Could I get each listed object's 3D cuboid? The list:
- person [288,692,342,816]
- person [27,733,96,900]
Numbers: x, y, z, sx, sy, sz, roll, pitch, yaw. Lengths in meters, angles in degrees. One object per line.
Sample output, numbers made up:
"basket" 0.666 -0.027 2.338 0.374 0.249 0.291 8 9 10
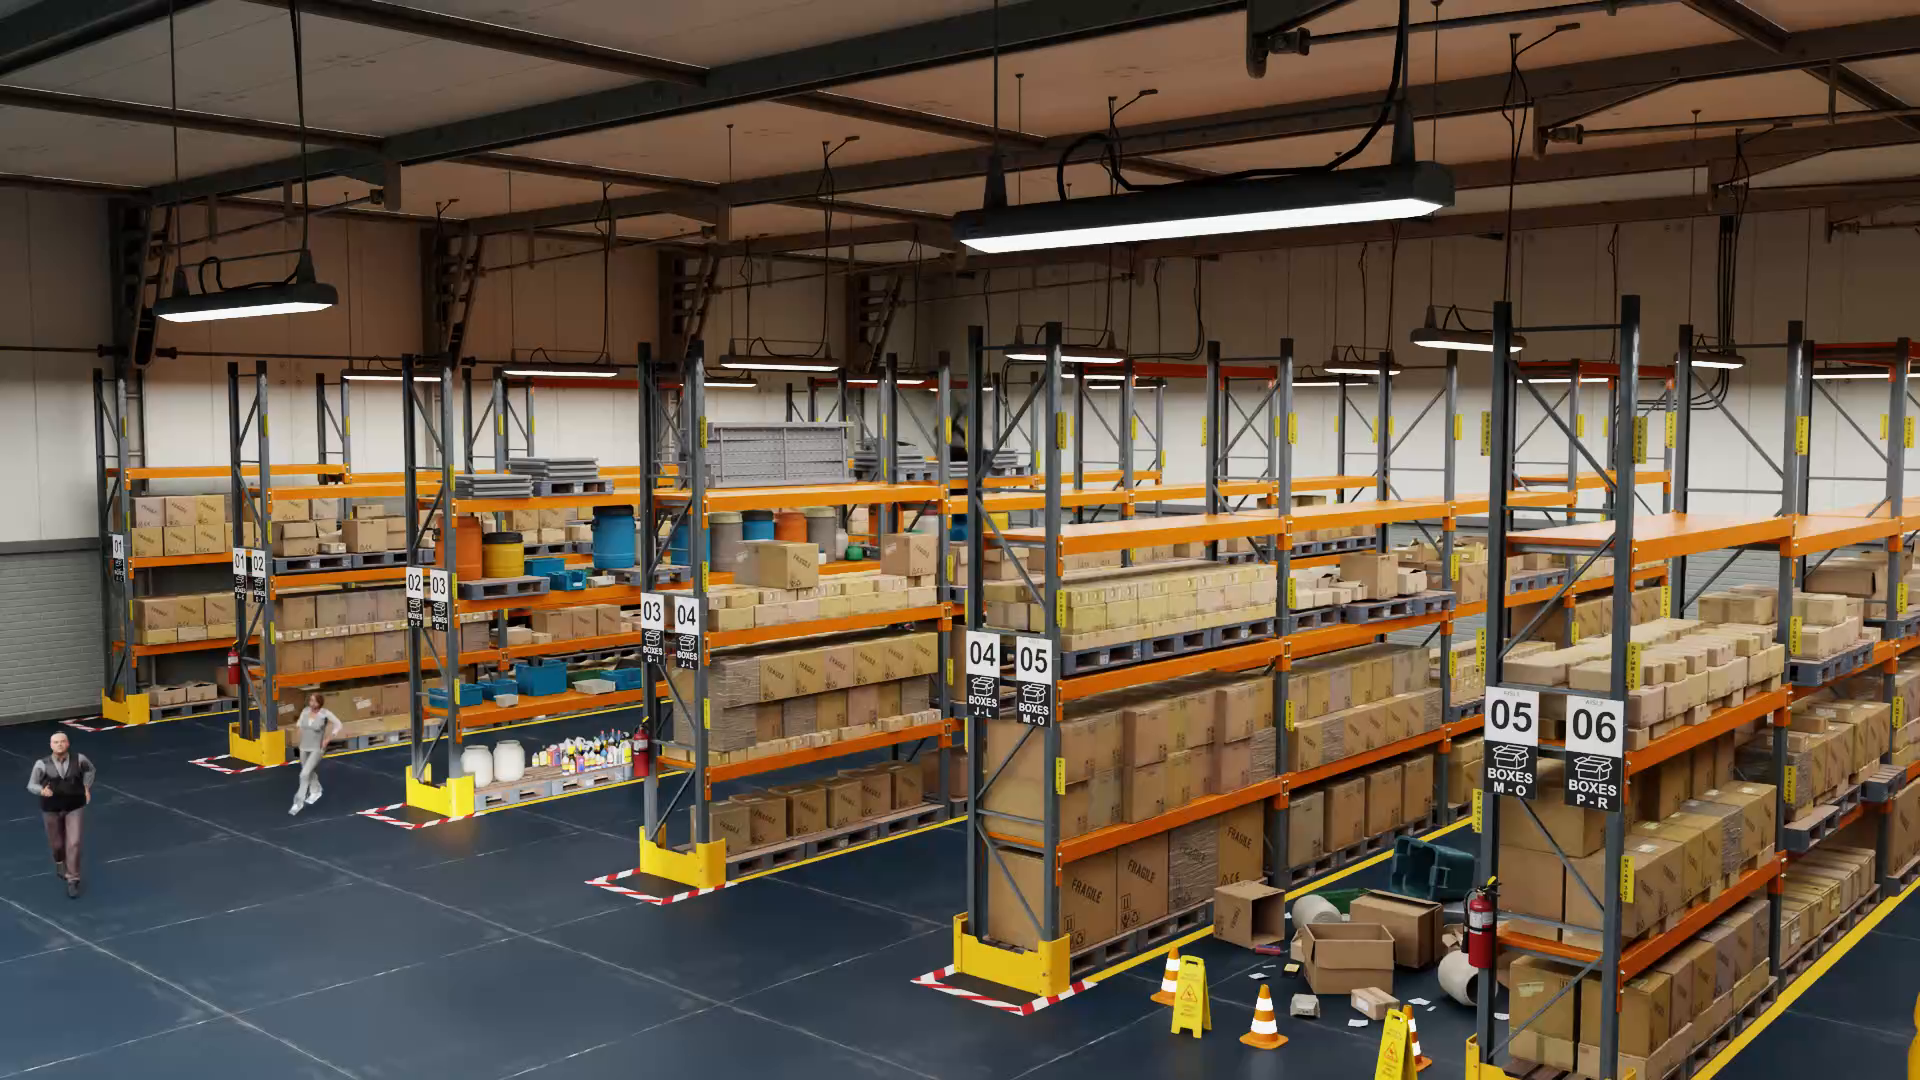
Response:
"person" -8.453 2.774 21.831 0.564 1.605 0.686 1 4 16
"person" -9.780 2.960 18.132 0.658 1.737 0.954 -2 5 -28
